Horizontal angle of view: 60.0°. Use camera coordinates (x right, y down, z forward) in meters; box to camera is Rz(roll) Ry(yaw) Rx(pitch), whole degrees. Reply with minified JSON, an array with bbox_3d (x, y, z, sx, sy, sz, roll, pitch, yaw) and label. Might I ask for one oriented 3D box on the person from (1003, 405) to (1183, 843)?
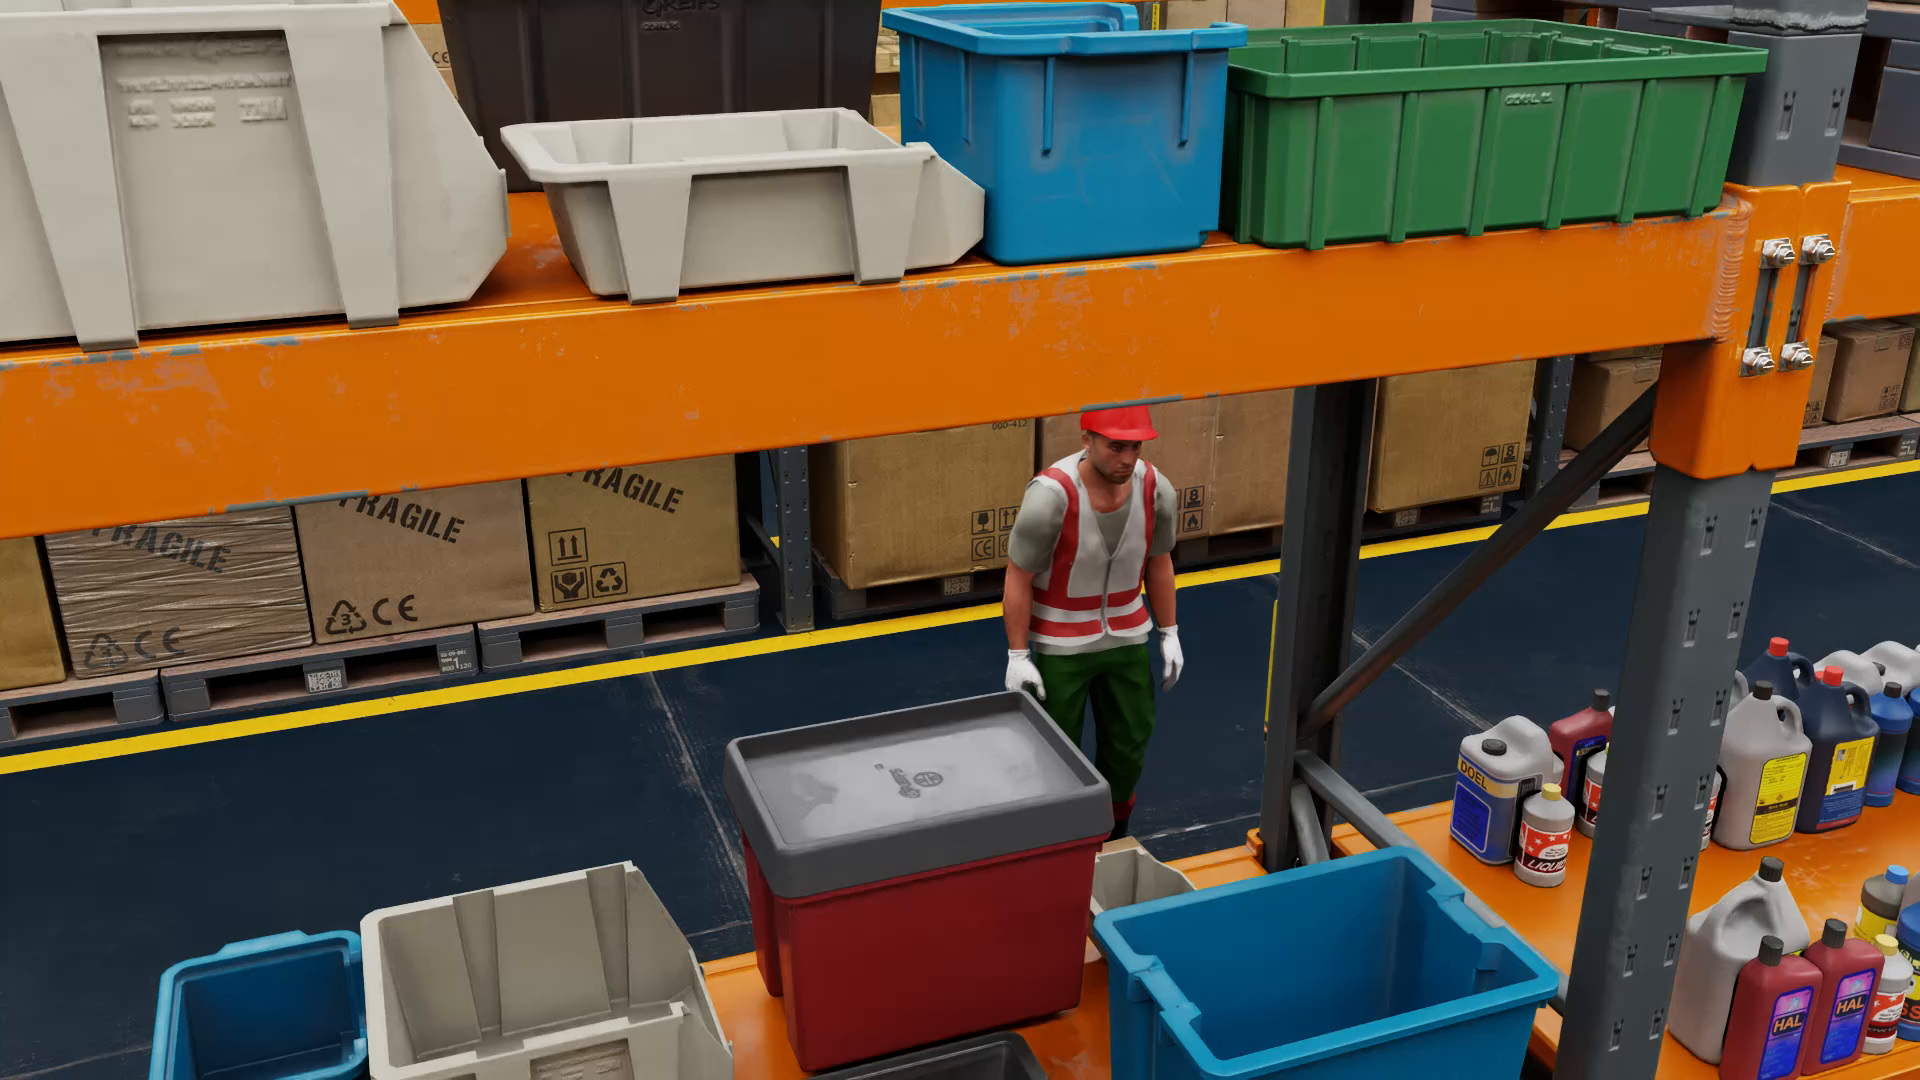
[{"bbox_3d":[0.418,0.352,5.213,0.608,1.780,0.448,-8,24,-19],"label":"person"}]
